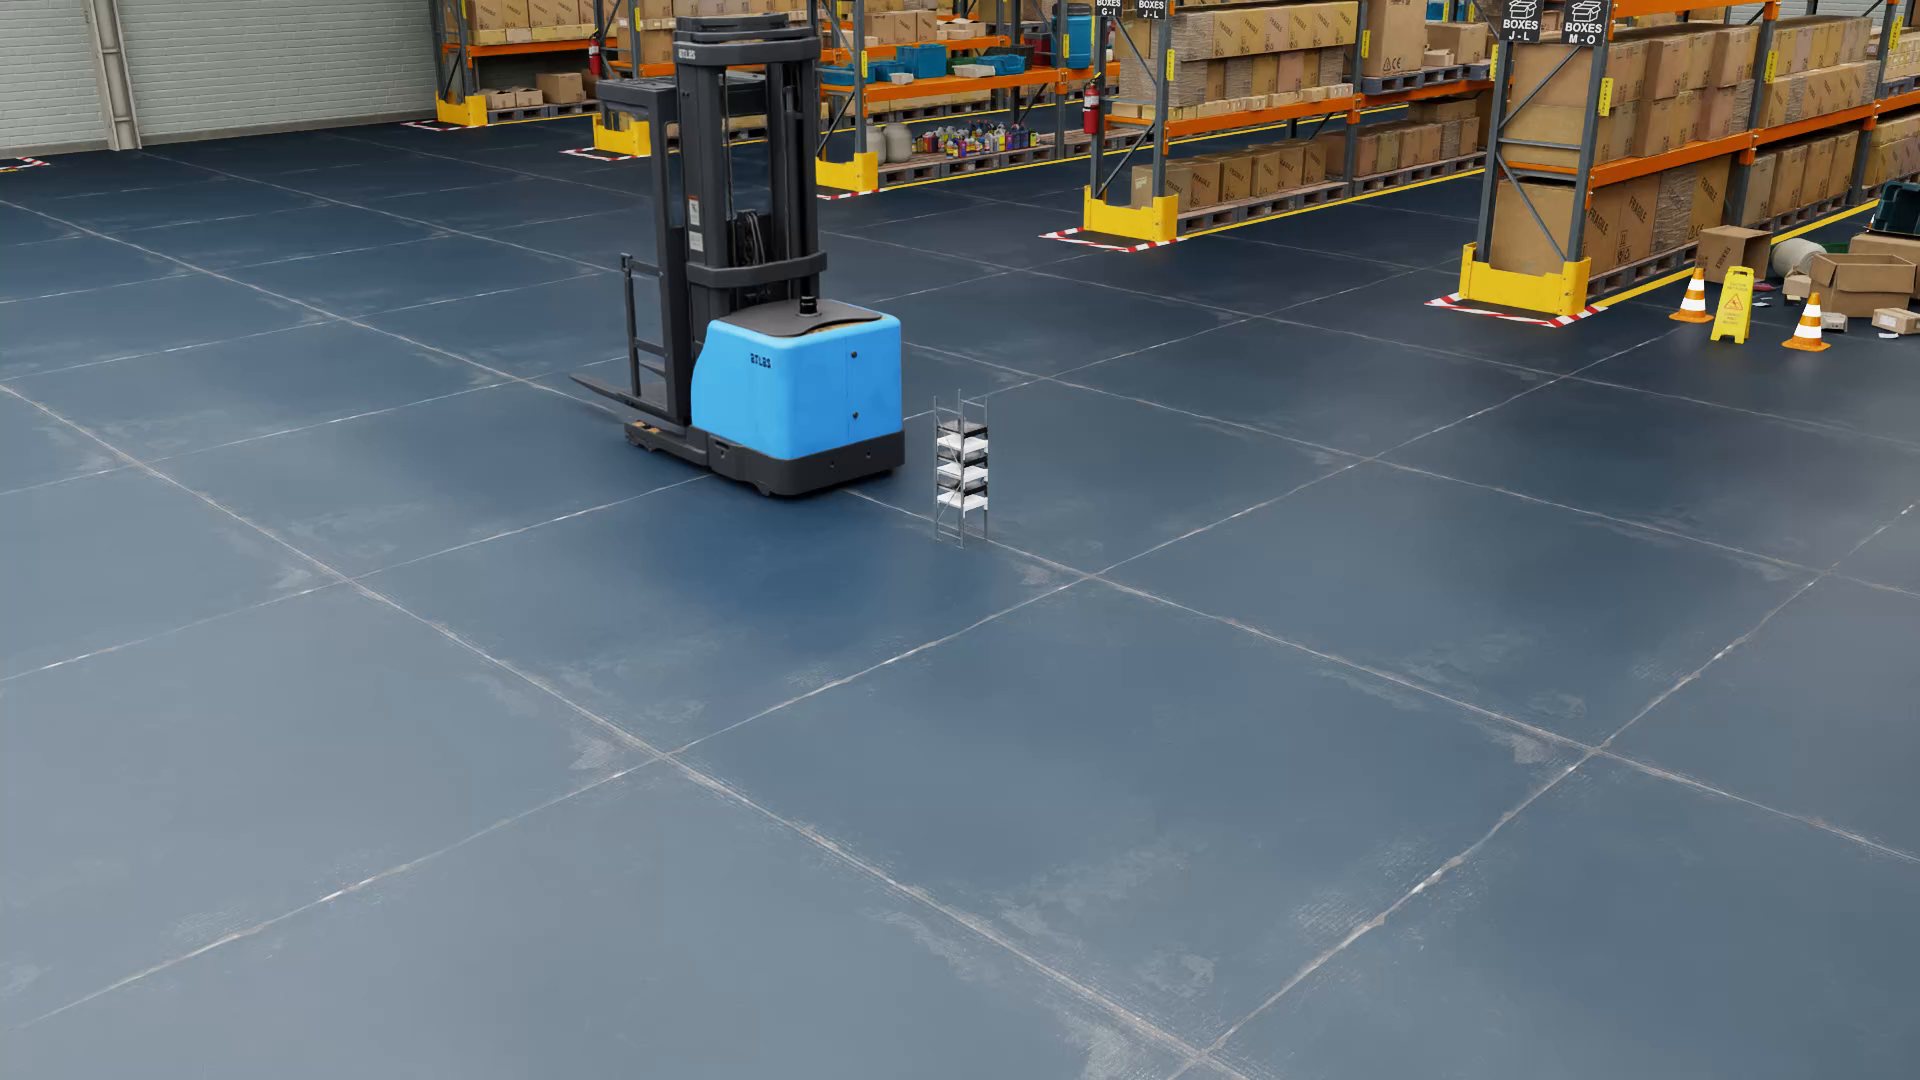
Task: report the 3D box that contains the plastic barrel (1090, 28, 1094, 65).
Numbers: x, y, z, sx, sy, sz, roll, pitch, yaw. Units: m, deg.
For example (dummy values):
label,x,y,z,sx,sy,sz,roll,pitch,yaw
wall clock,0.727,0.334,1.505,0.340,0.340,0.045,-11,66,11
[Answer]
label,x,y,z,sx,sy,sz,roll,pitch,yaw
plastic barrel,1.983,-7.468,25.133,0.433,0.535,0.433,0,21,0

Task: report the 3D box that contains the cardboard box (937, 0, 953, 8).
label,x,y,z,sx,sy,sz,roll,pitch,yaw
cardboard box,-0.500,-11.762,35.914,0.500,0.500,0.500,19,28,40

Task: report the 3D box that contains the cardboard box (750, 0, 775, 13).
label,x,y,z,sx,sy,sz,roll,pitch,yaw
cardboard box,-3.394,-8.732,26.664,0.700,0.500,0.500,19,28,41

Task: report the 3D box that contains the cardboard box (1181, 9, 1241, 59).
label,x,y,z,sx,sy,sz,roll,pitch,yaw
cardboard box,2.850,-5.798,19.030,0.500,0.500,0.500,19,28,41

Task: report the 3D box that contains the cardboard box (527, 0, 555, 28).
label,x,y,z,sx,sy,sz,roll,pitch,yaw
cardboard box,-7.465,-9.257,29.115,0.500,0.500,0.500,18,27,39

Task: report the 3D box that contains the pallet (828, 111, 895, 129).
label,x,y,z,sx,sy,sz,roll,pitch,yaw
pallet,-1.902,-7.352,28.907,1.003,0.211,1.213,19,28,41

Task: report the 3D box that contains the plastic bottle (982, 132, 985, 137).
label,x,y,z,sx,sy,sz,roll,pitch,yaw
plastic bottle,0.364,-5.766,24.069,0.061,0.283,0.133,19,28,41

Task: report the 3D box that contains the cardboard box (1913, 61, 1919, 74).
label,x,y,z,sx,sy,sz,roll,pitch,yaw
cardboard box,12.361,-6.219,21.839,0.250,0.149,0.380,-20,29,-41

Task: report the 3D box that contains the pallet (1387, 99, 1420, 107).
label,x,y,z,sx,sy,sz,roll,pitch,yaw
pallet,8.076,-8.482,31.848,1.003,0.211,1.213,19,28,41

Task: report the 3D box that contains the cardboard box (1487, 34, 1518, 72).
label,x,y,z,sx,sy,sz,roll,pitch,yaw
cardboard box,8.032,-7.105,24.241,0.500,0.500,0.500,-19,28,-40

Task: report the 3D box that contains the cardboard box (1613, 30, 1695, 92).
label,x,y,z,sx,sy,sz,roll,pitch,yaw
cardboard box,6.769,-4.781,16.618,0.875,0.550,0.500,19,28,41

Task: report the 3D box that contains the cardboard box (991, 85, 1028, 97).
label,x,y,z,sx,sy,sz,roll,pitch,yaw
cardboard box,0.925,-8.566,31.052,0.500,0.500,0.500,-19,28,-40

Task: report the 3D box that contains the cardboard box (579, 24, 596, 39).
label,x,y,z,sx,sy,sz,roll,pitch,yaw
cardboard box,-6.746,-9.175,29.947,0.500,0.250,0.500,19,28,40

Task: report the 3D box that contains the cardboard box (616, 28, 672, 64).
label,x,y,z,sx,sy,sz,roll,pitch,yaw
cardboard box,-4.843,-7.589,25.499,0.700,0.500,0.500,19,28,41

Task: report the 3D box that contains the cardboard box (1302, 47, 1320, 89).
label,x,y,z,sx,sy,sz,roll,pitch,yaw
cardboard box,3.975,-5.939,20.792,0.875,0.500,0.500,19,28,41

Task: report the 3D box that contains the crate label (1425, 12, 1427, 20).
label,x,y,z,sx,sy,sz,roll,pitch,yaw
crate label,9.122,-10.267,32.755,0.416,0.233,0.303,19,28,41

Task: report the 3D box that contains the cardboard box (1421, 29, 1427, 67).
label,x,y,z,sx,sy,sz,roll,pitch,yaw
cardboard box,5.851,-6.687,22.561,0.637,0.503,0.797,-17,27,-37

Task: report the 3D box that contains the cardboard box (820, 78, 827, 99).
label,x,y,z,sx,sy,sz,roll,pitch,yaw
cardboard box,-2.310,-7.804,28.664,0.500,0.311,0.500,19,28,41

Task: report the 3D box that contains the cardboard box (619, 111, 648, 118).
label,x,y,z,sx,sy,sz,roll,pitch,yaw
cardboard box,-5.017,-6.901,26.049,0.500,0.500,0.500,19,28,41

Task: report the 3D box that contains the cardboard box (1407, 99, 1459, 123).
label,x,y,z,sx,sy,sz,roll,pitch,yaw
cardboard box,6.689,-6.072,23.517,0.500,0.250,0.500,-16,26,-36

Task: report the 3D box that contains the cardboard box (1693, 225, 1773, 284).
label,x,y,z,sx,sy,sz,roll,pitch,yaw
cardboard box,7.843,-2.885,16.880,0.500,0.500,0.500,-14,25,-33

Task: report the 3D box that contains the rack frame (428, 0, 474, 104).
label,x,y,z,sx,sy,sz,roll,pitch,yaw
rack frame,-8.730,-8.665,28.437,1.000,3.000,0.127,19,28,41

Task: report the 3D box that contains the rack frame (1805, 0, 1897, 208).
label,x,y,z,sx,sy,sz,roll,pitch,yaw
rack frame,10.981,-5.735,20.813,1.000,3.000,0.127,19,28,41

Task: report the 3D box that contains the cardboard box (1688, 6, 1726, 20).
label,x,y,z,sx,sy,sz,roll,pitch,yaw
cardboard box,12.927,-9.286,28.803,0.500,0.500,0.500,20,29,41

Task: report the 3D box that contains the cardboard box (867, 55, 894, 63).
label,x,y,z,sx,sy,sz,roll,pitch,yaw
cardboard box,-1.926,-10.293,35.085,0.750,0.750,0.750,19,28,40

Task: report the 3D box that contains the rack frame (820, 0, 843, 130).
label,x,y,z,sx,sy,sz,roll,pitch,yaw
rack frame,-2.388,-8.454,27.889,1.000,3.000,0.127,19,28,41

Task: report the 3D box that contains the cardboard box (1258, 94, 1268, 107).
label,x,y,z,sx,sy,sz,roll,pitch,yaw
cardboard box,3.482,-5.301,20.034,0.380,0.149,0.250,19,28,41

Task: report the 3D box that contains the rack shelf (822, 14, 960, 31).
label,x,y,z,sx,sy,sz,roll,pitch,yaw
rack shelf,-1.754,-10.899,35.254,1.077,0.370,4.000,19,28,41

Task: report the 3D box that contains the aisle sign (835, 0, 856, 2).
label,x,y,z,sx,sy,sz,roll,pitch,yaw
aisle sign,-1.472,-7.307,21.280,0.394,0.787,0.004,19,28,41

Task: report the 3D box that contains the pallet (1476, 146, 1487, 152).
label,x,y,z,sx,sy,sz,roll,pitch,yaw
pallet,8.102,-5.884,25.089,1.003,0.211,1.213,19,28,41

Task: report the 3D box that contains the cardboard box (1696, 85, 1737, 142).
label,x,y,z,sx,sy,sz,roll,pitch,yaw
cardboard box,7.574,-4.531,17.474,0.875,0.550,0.550,19,28,41

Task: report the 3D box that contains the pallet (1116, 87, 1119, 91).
label,x,y,z,sx,sy,sz,roll,pitch,yaw
pallet,3.673,-9.385,34.198,1.003,0.211,1.213,19,28,41

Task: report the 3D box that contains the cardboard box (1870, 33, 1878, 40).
label,x,y,z,sx,sy,sz,roll,pitch,yaw
cardboard box,12.080,-6.730,22.340,0.250,0.149,0.380,-19,28,-40

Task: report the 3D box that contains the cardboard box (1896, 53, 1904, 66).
label,x,y,z,sx,sy,sz,roll,pitch,yaw
cardboard box,11.834,-6.166,21.286,0.380,0.149,0.250,18,28,39

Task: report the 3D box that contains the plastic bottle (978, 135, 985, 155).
label,x,y,z,sx,sy,sz,roll,pitch,yaw
plastic bottle,0.307,-5.671,23.837,0.097,0.271,0.097,0,21,0

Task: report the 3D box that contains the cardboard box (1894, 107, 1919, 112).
label,x,y,z,sx,sy,sz,roll,pitch,yaw
cardboard box,13.065,-5.759,22.729,0.500,0.250,0.500,-19,28,-40

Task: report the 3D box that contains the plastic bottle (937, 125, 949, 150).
label,x,y,z,sx,sy,sz,roll,pitch,yaw
plastic bottle,-0.260,-5.873,24.253,0.185,0.351,0.144,-19,28,-40

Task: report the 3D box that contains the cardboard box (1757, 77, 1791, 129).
label,x,y,z,sx,sy,sz,roll,pitch,yaw
cardboard box,8.750,-4.821,18.297,0.500,0.500,0.500,20,28,41

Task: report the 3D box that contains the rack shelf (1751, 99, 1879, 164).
label,x,y,z,sx,sy,sz,roll,pitch,yaw
rack shelf,9.586,-4.885,19.605,1.077,0.370,4.000,19,28,41

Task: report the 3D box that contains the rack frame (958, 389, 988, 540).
label,x,y,z,sx,sy,sz,roll,pitch,yaw
rack frame,0.077,-0.448,9.987,0.240,0.900,0.006,19,28,41

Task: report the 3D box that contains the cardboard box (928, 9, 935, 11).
label,x,y,z,sx,sy,sz,roll,pitch,yaw
cardboard box,-0.764,-11.358,35.765,0.250,0.149,0.380,-19,28,-40

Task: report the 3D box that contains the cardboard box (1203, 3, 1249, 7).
label,x,y,z,sx,sy,sz,roll,pitch,yaw
cardboard box,3.174,-6.185,20.038,0.500,0.500,0.500,19,28,41

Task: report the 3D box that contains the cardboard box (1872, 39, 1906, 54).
label,x,y,z,sx,sy,sz,roll,pitch,yaw
cardboard box,11.802,-6.293,21.202,0.380,0.149,0.250,19,28,40

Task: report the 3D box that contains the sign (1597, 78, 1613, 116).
label,x,y,z,sx,sy,sz,roll,pitch,yaw
sign,5.794,-3.979,14.928,0.100,0.325,0.005,19,28,41

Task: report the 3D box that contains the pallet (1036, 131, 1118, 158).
label,x,y,z,sx,sy,sz,roll,pitch,yaw
pallet,1.679,-6.123,25.712,1.003,0.211,1.213,19,28,41

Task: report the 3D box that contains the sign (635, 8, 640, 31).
label,x,y,z,sx,sy,sz,roll,pitch,yaw
sign,-4.784,-7.726,24.679,0.100,0.325,0.005,19,28,41

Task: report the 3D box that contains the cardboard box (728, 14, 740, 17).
label,x,y,z,sx,sy,sz,roll,pitch,yaw
cardboard box,-3.677,-8.217,26.229,0.380,0.149,0.250,20,28,41

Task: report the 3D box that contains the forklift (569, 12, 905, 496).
label,x,y,z,sx,sy,sz,roll,pitch,yaw
forklift,-1.733,-2.098,11.447,1.130,2.935,3.031,-18,27,-39

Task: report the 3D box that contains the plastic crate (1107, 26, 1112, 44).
label,x,y,z,sx,sy,sz,roll,pitch,yaw
plastic crate,2.603,-7.933,26.443,0.402,0.464,0.583,19,28,41

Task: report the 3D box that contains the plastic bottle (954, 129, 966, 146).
label,x,y,z,sx,sy,sz,roll,pitch,yaw
plastic bottle,-0.006,-5.855,24.311,0.152,0.276,0.135,19,28,41

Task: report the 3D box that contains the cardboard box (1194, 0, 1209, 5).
label,x,y,z,sx,sy,sz,roll,pitch,yaw
cardboard box,4.803,-11.011,34.403,0.500,0.500,0.500,19,28,40

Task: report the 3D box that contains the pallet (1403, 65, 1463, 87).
label,x,y,z,sx,sy,sz,roll,pitch,yaw
pallet,6.146,-6.393,22.795,1.003,0.211,1.213,19,28,41

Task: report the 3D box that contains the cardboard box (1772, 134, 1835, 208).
label,x,y,z,sx,sy,sz,roll,pitch,yaw
cardboard box,9.884,-4.521,20.206,0.750,0.750,1.050,-20,28,-41

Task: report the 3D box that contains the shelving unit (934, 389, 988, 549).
label,x,y,z,sx,sy,sz,roll,pitch,yaw
shelving unit,0.006,-0.422,9.919,0.258,0.900,0.210,19,28,41

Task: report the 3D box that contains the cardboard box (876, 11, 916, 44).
label,x,y,z,sx,sy,sz,roll,pitch,yaw
cardboard box,-1.123,-8.958,29.061,0.500,0.500,0.500,19,28,41
